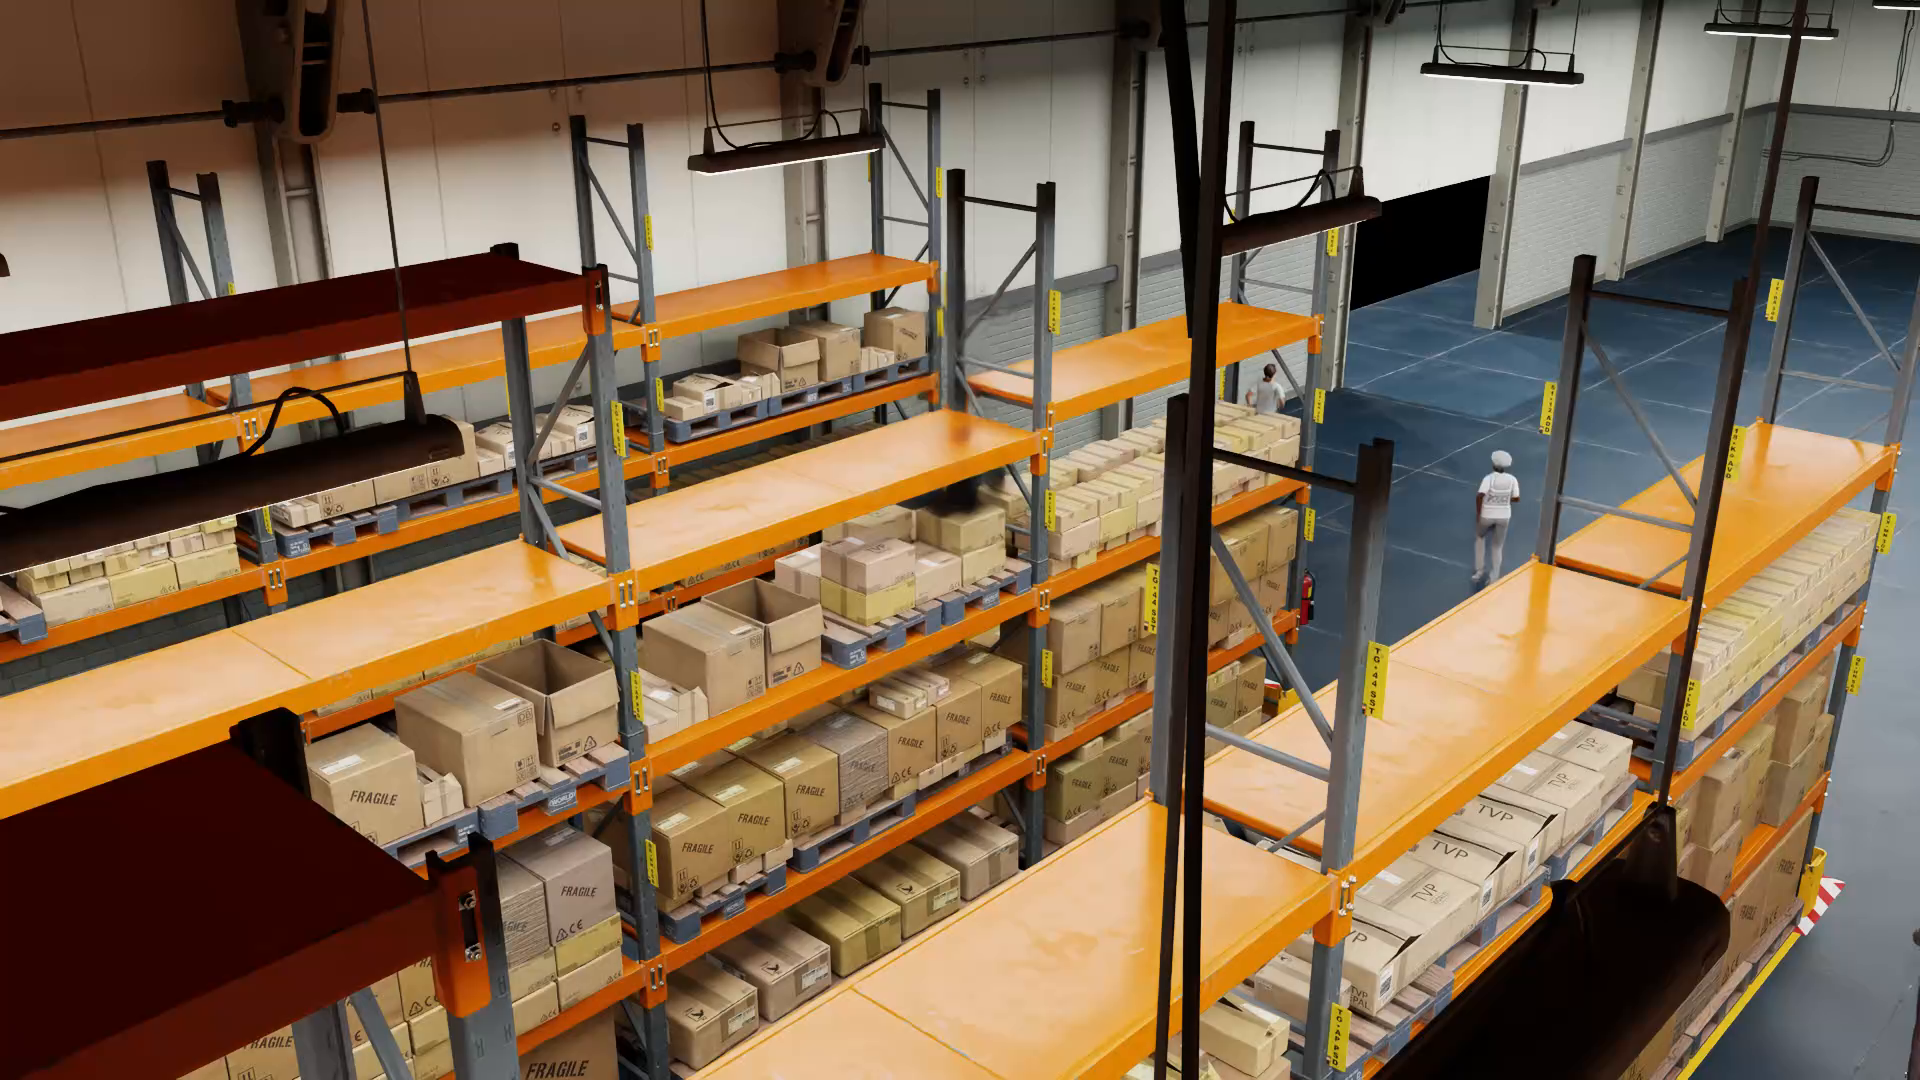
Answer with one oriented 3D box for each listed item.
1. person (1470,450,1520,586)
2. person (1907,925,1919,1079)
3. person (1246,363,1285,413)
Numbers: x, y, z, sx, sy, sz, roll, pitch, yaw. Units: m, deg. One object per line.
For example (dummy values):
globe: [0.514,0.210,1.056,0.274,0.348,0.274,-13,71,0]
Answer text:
person: [6.530,-0.240,20.348,0.563,1.747,0.736,3,21,7]
person: [6.885,3.126,11.511,0.645,1.734,0.904,13,25,31]
person: [4.452,-1.753,24.281,0.588,1.659,0.909,16,26,35]
